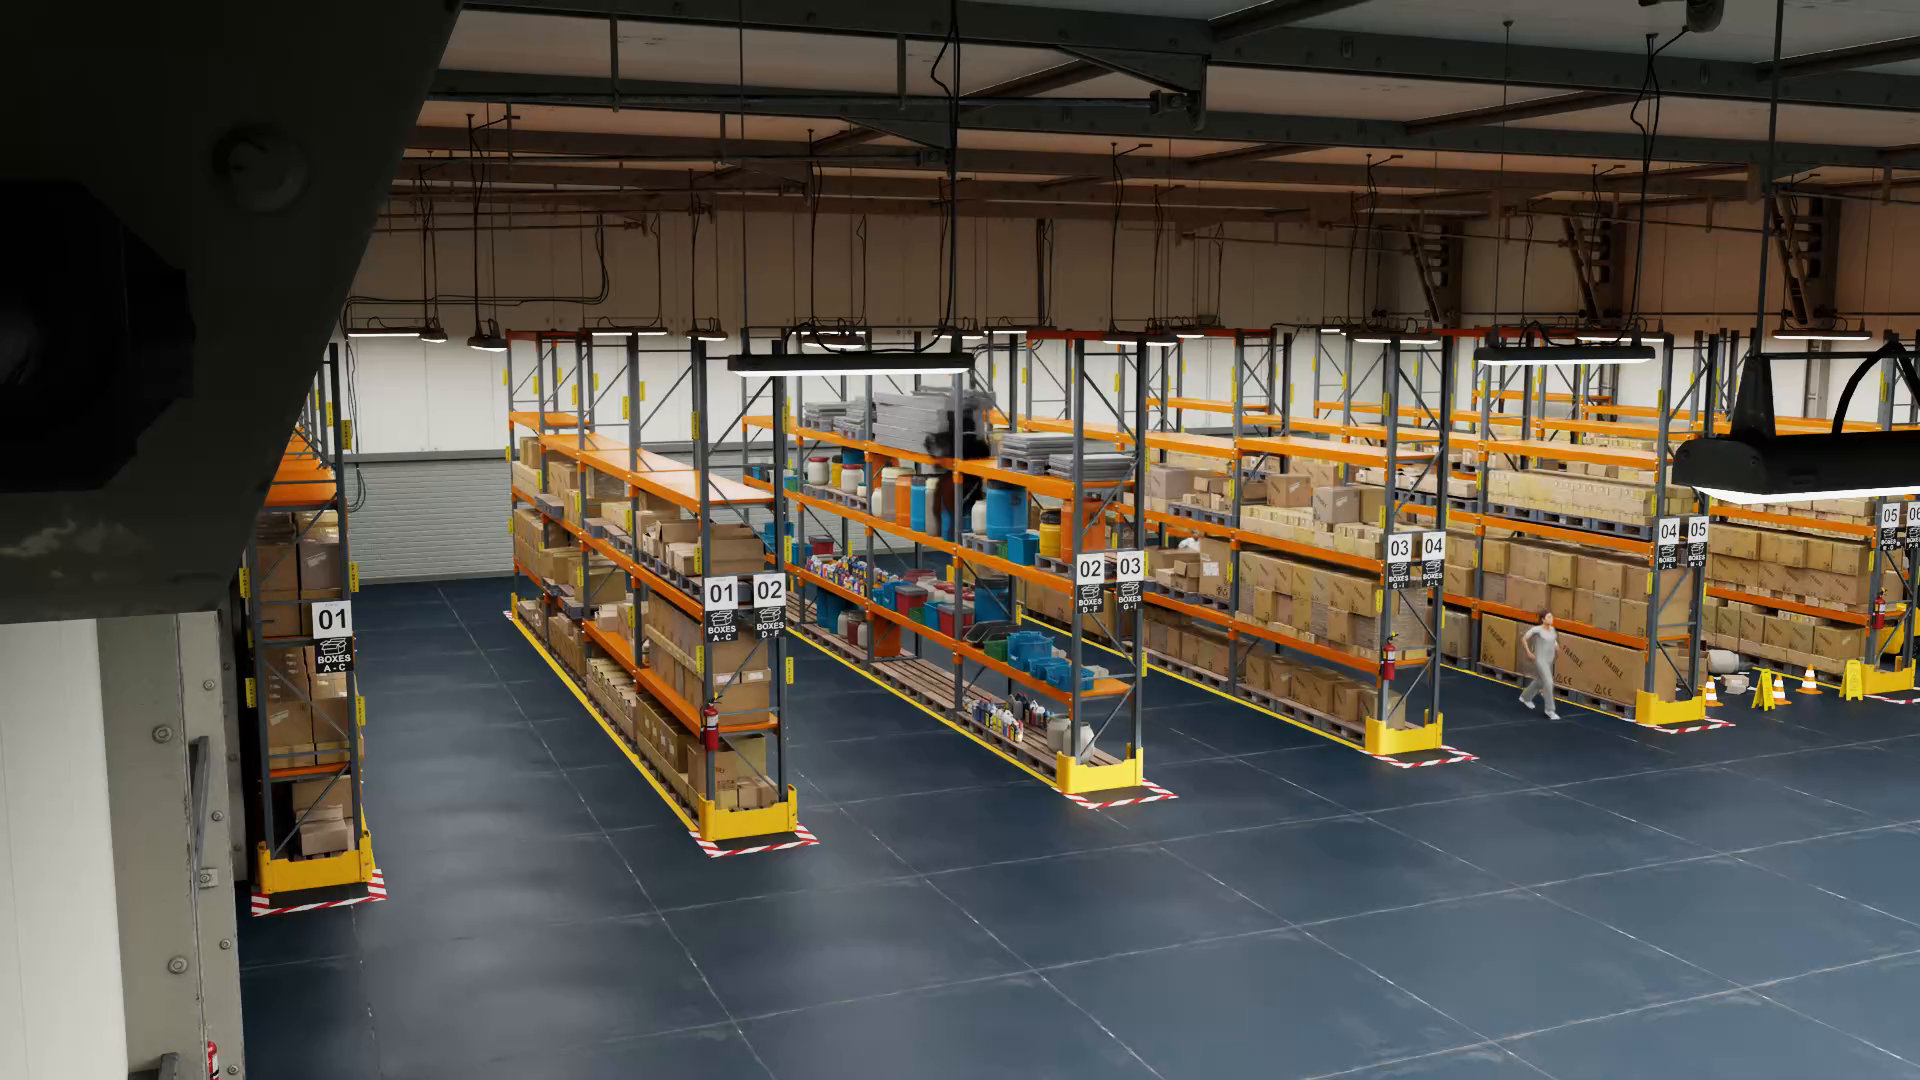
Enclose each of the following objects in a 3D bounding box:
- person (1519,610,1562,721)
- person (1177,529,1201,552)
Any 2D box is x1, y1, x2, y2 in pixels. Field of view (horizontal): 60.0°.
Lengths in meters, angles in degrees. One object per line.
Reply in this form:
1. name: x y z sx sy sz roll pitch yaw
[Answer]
1. person: 9.211 1.937 26.297 0.584 1.701 0.866 -5 9 -31
2. person: 5.089 0.593 35.932 0.648 1.834 0.757 -4 9 -25
